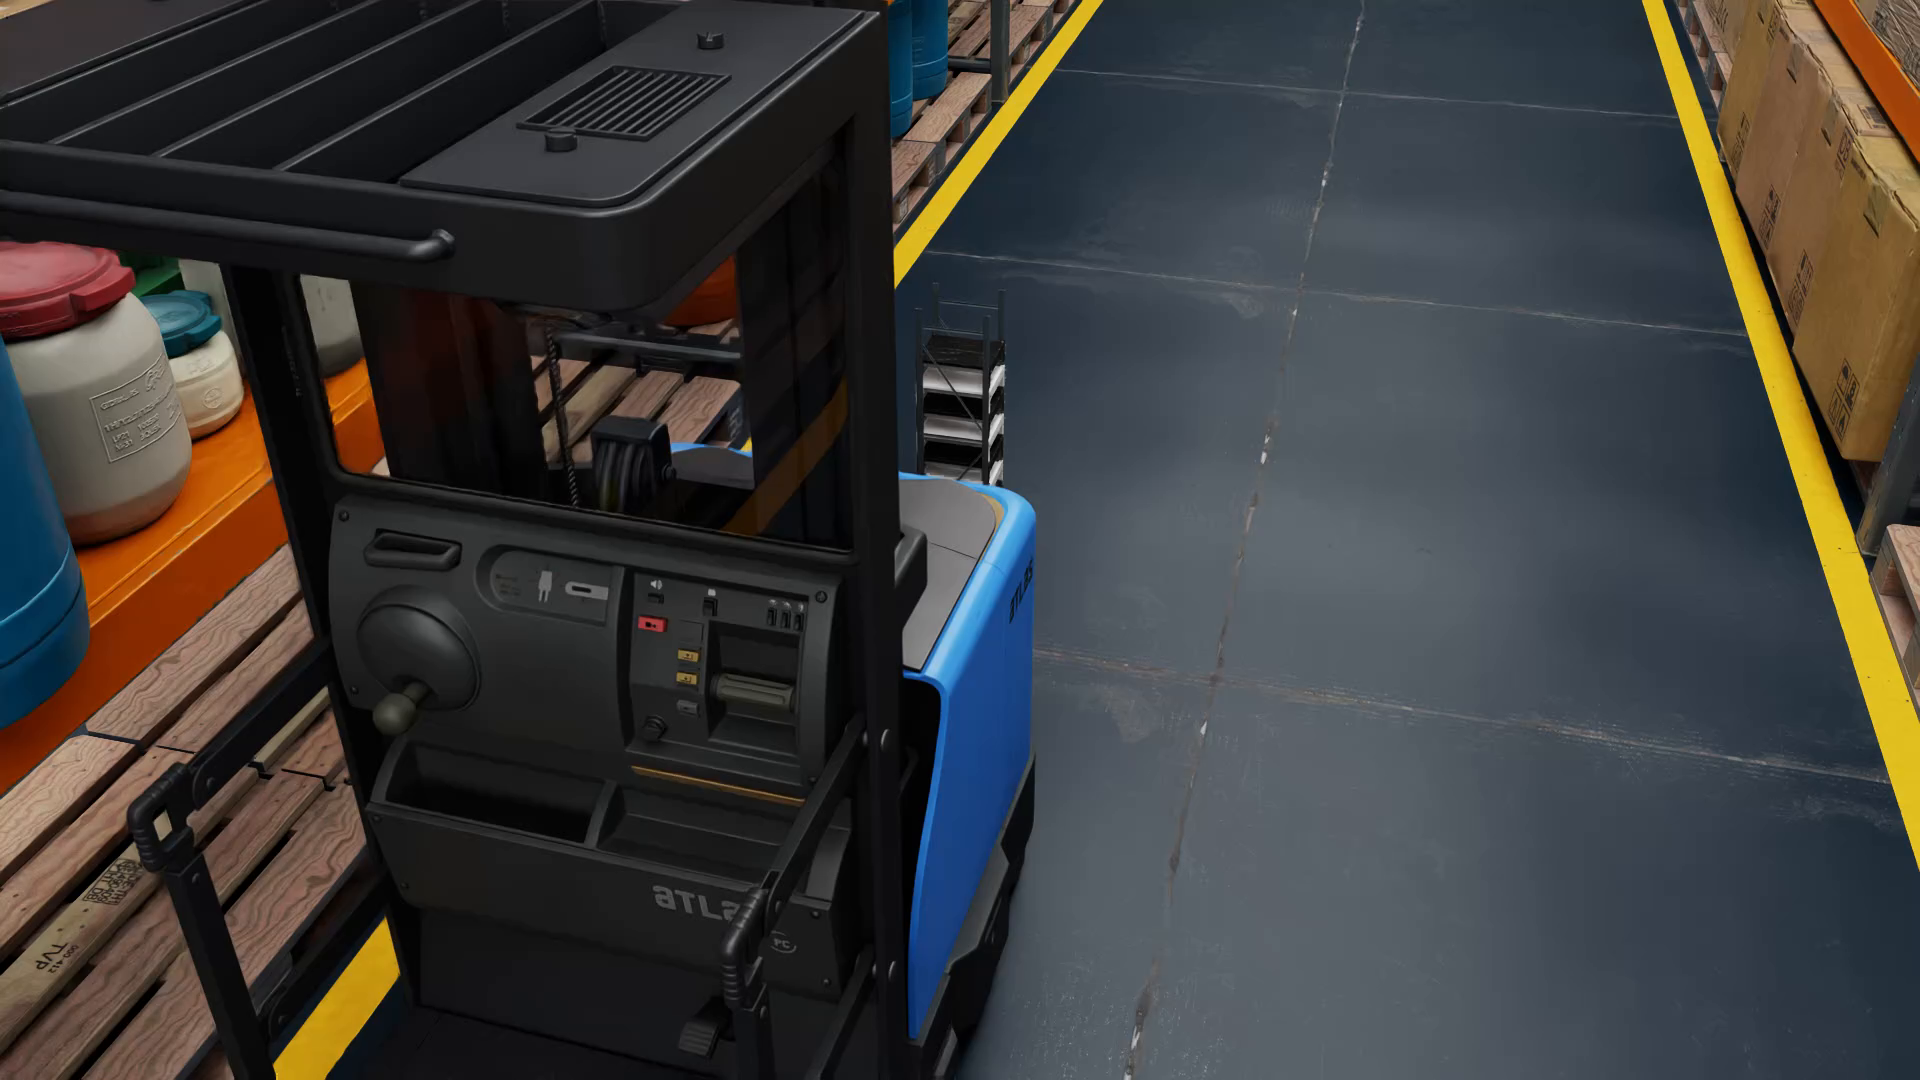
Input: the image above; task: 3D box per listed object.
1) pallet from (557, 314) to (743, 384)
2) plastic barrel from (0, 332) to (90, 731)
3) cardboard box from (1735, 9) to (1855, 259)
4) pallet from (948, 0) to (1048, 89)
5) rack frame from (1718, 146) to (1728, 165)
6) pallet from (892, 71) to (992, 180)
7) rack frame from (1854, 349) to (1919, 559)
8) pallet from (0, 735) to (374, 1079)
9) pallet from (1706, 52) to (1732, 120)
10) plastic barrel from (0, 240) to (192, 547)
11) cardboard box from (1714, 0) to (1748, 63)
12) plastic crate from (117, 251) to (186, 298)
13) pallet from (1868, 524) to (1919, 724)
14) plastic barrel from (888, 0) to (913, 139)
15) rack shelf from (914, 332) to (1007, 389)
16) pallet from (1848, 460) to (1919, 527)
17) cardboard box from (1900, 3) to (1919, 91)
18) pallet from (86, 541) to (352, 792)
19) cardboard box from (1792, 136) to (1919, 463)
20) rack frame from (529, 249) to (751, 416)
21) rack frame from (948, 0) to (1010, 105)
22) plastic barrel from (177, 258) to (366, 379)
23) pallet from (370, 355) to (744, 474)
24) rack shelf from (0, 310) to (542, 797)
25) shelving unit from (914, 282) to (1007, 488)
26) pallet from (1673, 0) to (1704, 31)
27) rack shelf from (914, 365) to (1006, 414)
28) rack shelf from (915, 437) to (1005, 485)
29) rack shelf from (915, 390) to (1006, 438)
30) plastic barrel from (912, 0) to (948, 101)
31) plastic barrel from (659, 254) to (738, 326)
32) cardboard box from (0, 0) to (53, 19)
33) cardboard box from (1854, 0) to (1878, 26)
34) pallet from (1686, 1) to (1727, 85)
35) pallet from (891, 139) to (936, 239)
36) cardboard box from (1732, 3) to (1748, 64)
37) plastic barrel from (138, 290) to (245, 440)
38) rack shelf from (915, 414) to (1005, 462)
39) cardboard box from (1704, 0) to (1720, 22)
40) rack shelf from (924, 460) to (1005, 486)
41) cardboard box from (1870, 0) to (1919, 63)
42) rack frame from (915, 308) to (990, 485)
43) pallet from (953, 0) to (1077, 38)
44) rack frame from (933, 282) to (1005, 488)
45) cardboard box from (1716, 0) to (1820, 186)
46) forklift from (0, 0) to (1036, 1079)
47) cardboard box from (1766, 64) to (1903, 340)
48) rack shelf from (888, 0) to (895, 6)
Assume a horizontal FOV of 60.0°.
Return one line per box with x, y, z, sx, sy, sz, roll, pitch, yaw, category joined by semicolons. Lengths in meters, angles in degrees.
-1.066;-1.084;7.258;1.003;0.211;1.213;8;33;12;pallet
-1.850;-0.141;2.708;0.600;0.901;0.708;8;33;12;plastic barrel
4.211;-1.729;7.263;1.225;0.875;0.875;7;33;11;cardboard box
-0.062;-3.131;10.479;1.003;0.211;1.213;8;33;12;pallet
4.580;-3.247;8.061;1.000;3.000;0.127;8;33;12;rack frame
-0.447;-2.350;9.249;1.003;0.211;1.213;8;33;12;pallet
3.565;-1.171;4.796;1.000;3.000;0.127;8;33;12;rack frame
-2.079;0.994;3.989;1.003;0.211;1.213;8;33;12;pallet
4.849;-2.454;9.414;1.003;0.211;1.213;8;33;12;pallet
-1.786;-0.294;3.290;0.433;0.535;0.433;0;32;0;plastic barrel
5.054;-3.326;9.775;0.875;0.875;0.875;8;33;12;cardboard box
-2.072;-0.623;4.131;0.450;0.188;0.662;8;33;12;plastic crate
3.365;0.411;4.907;1.003;0.211;1.213;8;33;12;pallet
-0.545;-2.565;8.554;0.600;0.901;0.708;8;33;12;plastic barrel
0.002;-0.584;5.388;0.258;0.077;0.200;8;33;12;rack shelf
3.838;-0.393;6.172;1.003;0.211;1.213;8;33;12;pallet
3.583;-1.761;5.631;0.500;0.500;0.500;8;33;12;cardboard box
-1.771;0.359;4.988;1.003;0.211;1.213;8;33;12;pallet
3.760;-0.807;5.813;1.225;0.875;0.875;7;33;10;cardboard box
-1.226;-1.846;5.857;1.000;3.000;0.127;8;33;12;rack frame
-0.211;-3.921;9.122;1.000;3.000;0.127;8;33;12;rack frame
-1.600;-0.674;3.888;0.433;0.535;0.433;0;32;0;plastic barrel
-1.460;-0.272;5.981;1.003;0.211;1.213;8;33;12;pallet
-1.733;-0.504;4.418;1.077;0.370;4.000;8;33;12;rack shelf
0.002;-0.384;5.515;0.258;0.900;0.210;8;33;12;shelving unit
5.468;-3.720;11.405;1.003;0.211;1.213;8;33;12;pallet
0.002;-0.508;5.437;0.258;0.077;0.200;8;33;12;rack shelf
0.002;-0.280;5.581;0.258;0.077;0.200;8;33;12;rack shelf
0.002;-0.432;5.485;0.258;0.077;0.200;8;33;12;rack shelf
-0.365;-2.933;9.132;0.600;0.901;0.708;8;33;12;plastic barrel
-1.118;-1.363;6.730;0.600;0.830;0.708;8;33;12;plastic barrel
-5.237;-2.654;9.048;0.500;0.500;0.500;7;33;11;cardboard box
3.842;-2.295;6.471;0.500;0.500;0.500;9;33;13;cardboard box
5.156;-3.089;10.413;1.003;0.211;1.213;8;33;12;pallet
-0.754;-1.715;8.250;1.003;0.211;1.213;8;33;12;pallet
4.825;-2.859;9.040;0.875;0.875;0.875;8;33;12;cardboard box
-1.756;-0.377;3.677;0.301;0.262;0.301;0;32;0;plastic barrel
0.002;-0.356;5.533;0.258;0.077;0.200;8;33;12;rack shelf
5.279;-3.788;10.502;0.875;0.875;0.875;8;33;12;cardboard box
0.002;-0.204;5.630;0.258;0.077;0.200;8;33;12;rack shelf
3.712;-2.031;6.056;0.500;0.500;0.500;7;33;11;cardboard box
-0.024;-0.331;5.432;0.240;0.900;0.006;8;33;12;rack frame
0.246;-3.766;11.478;1.003;0.211;1.213;8;33;12;pallet
0.028;-0.437;5.598;0.240;0.900;0.006;8;33;12;rack frame
4.437;-2.193;7.992;1.225;0.875;0.875;8;33;13;cardboard box
-0.711;0.236;2.646;1.130;2.935;3.031;9;34;14;forklift
3.994;-1.269;6.539;1.225;0.875;0.875;8;33;13;cardboard box
-0.718;-2.580;7.683;1.077;0.370;4.000;8;33;12;rack shelf
